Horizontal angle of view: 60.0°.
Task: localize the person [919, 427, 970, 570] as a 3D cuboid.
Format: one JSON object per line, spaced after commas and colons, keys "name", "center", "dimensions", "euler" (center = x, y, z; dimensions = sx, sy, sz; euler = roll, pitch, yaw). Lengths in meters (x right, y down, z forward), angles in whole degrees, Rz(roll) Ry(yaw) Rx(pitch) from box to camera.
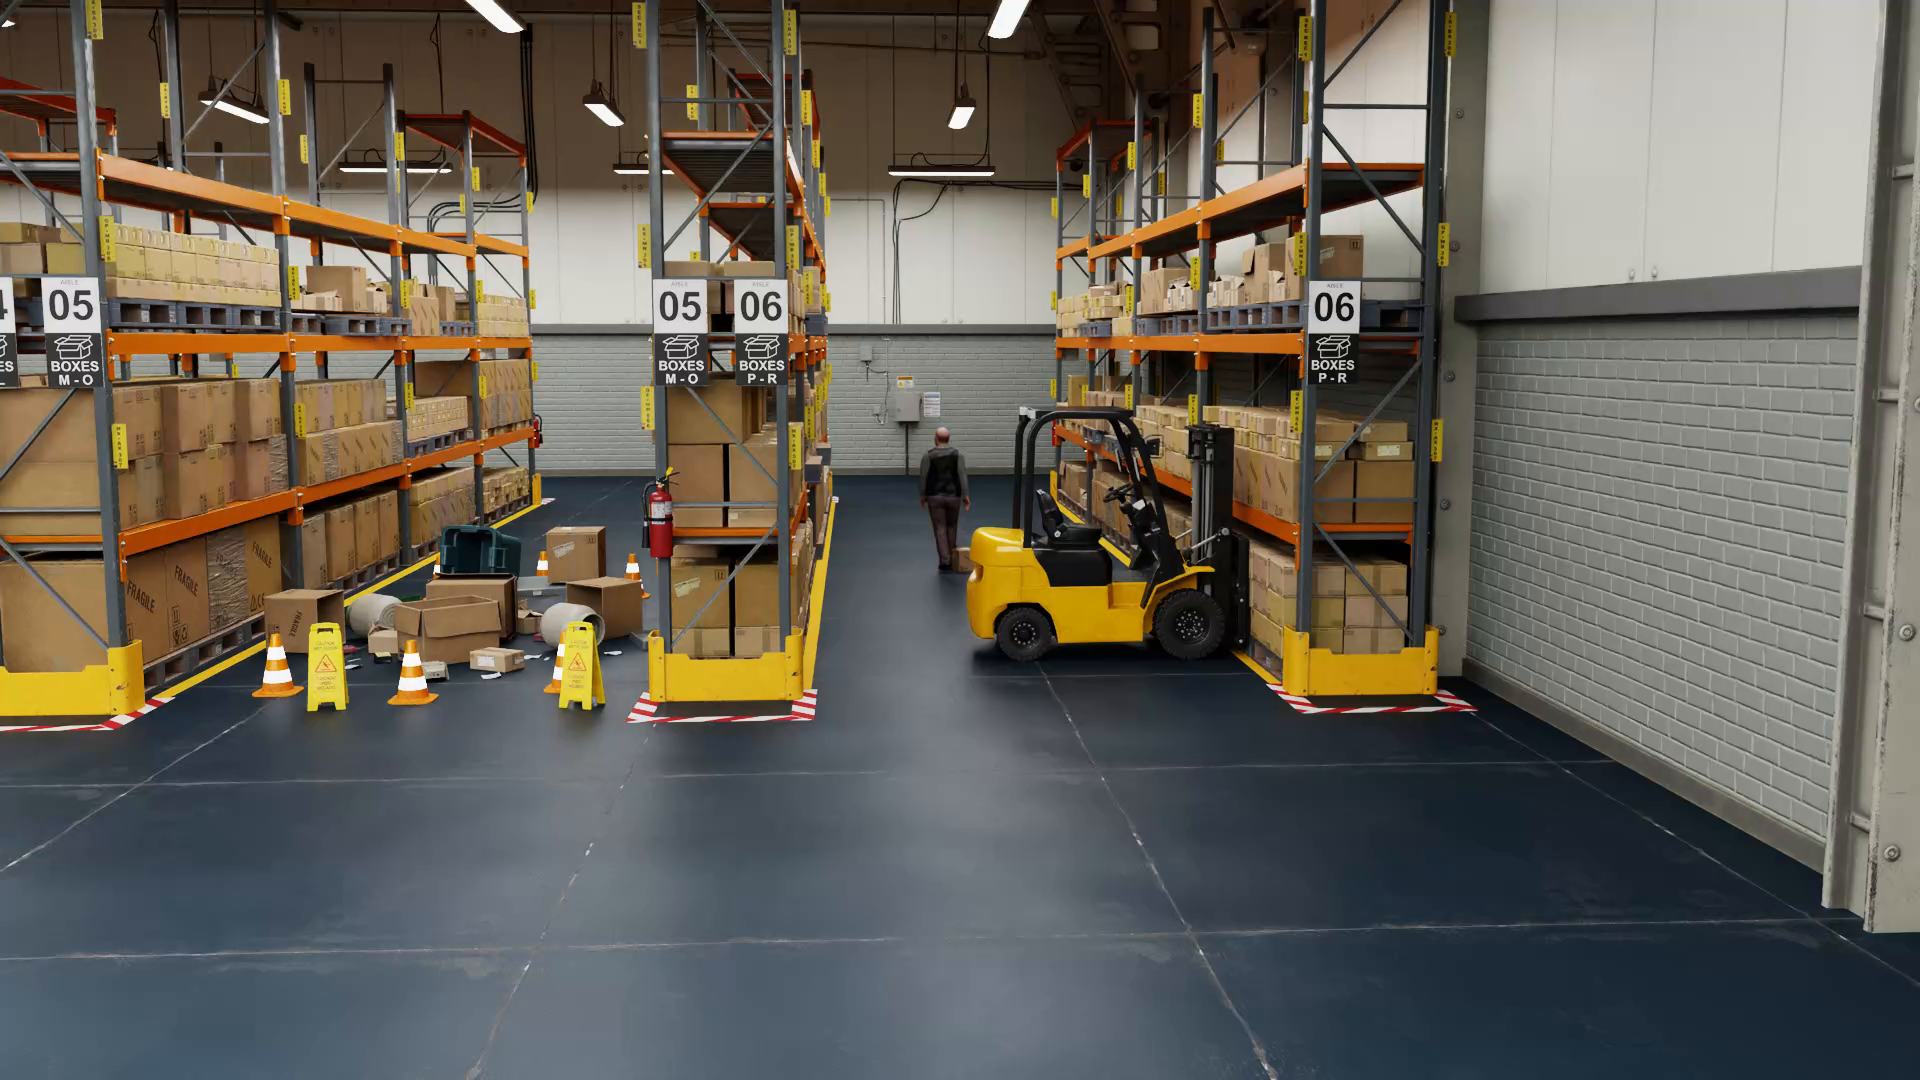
{"name": "person", "center": [-0.218, -0.492, 20.009], "dimensions": [0.590, 1.729, 0.828], "euler": [-2, 7, -13]}
